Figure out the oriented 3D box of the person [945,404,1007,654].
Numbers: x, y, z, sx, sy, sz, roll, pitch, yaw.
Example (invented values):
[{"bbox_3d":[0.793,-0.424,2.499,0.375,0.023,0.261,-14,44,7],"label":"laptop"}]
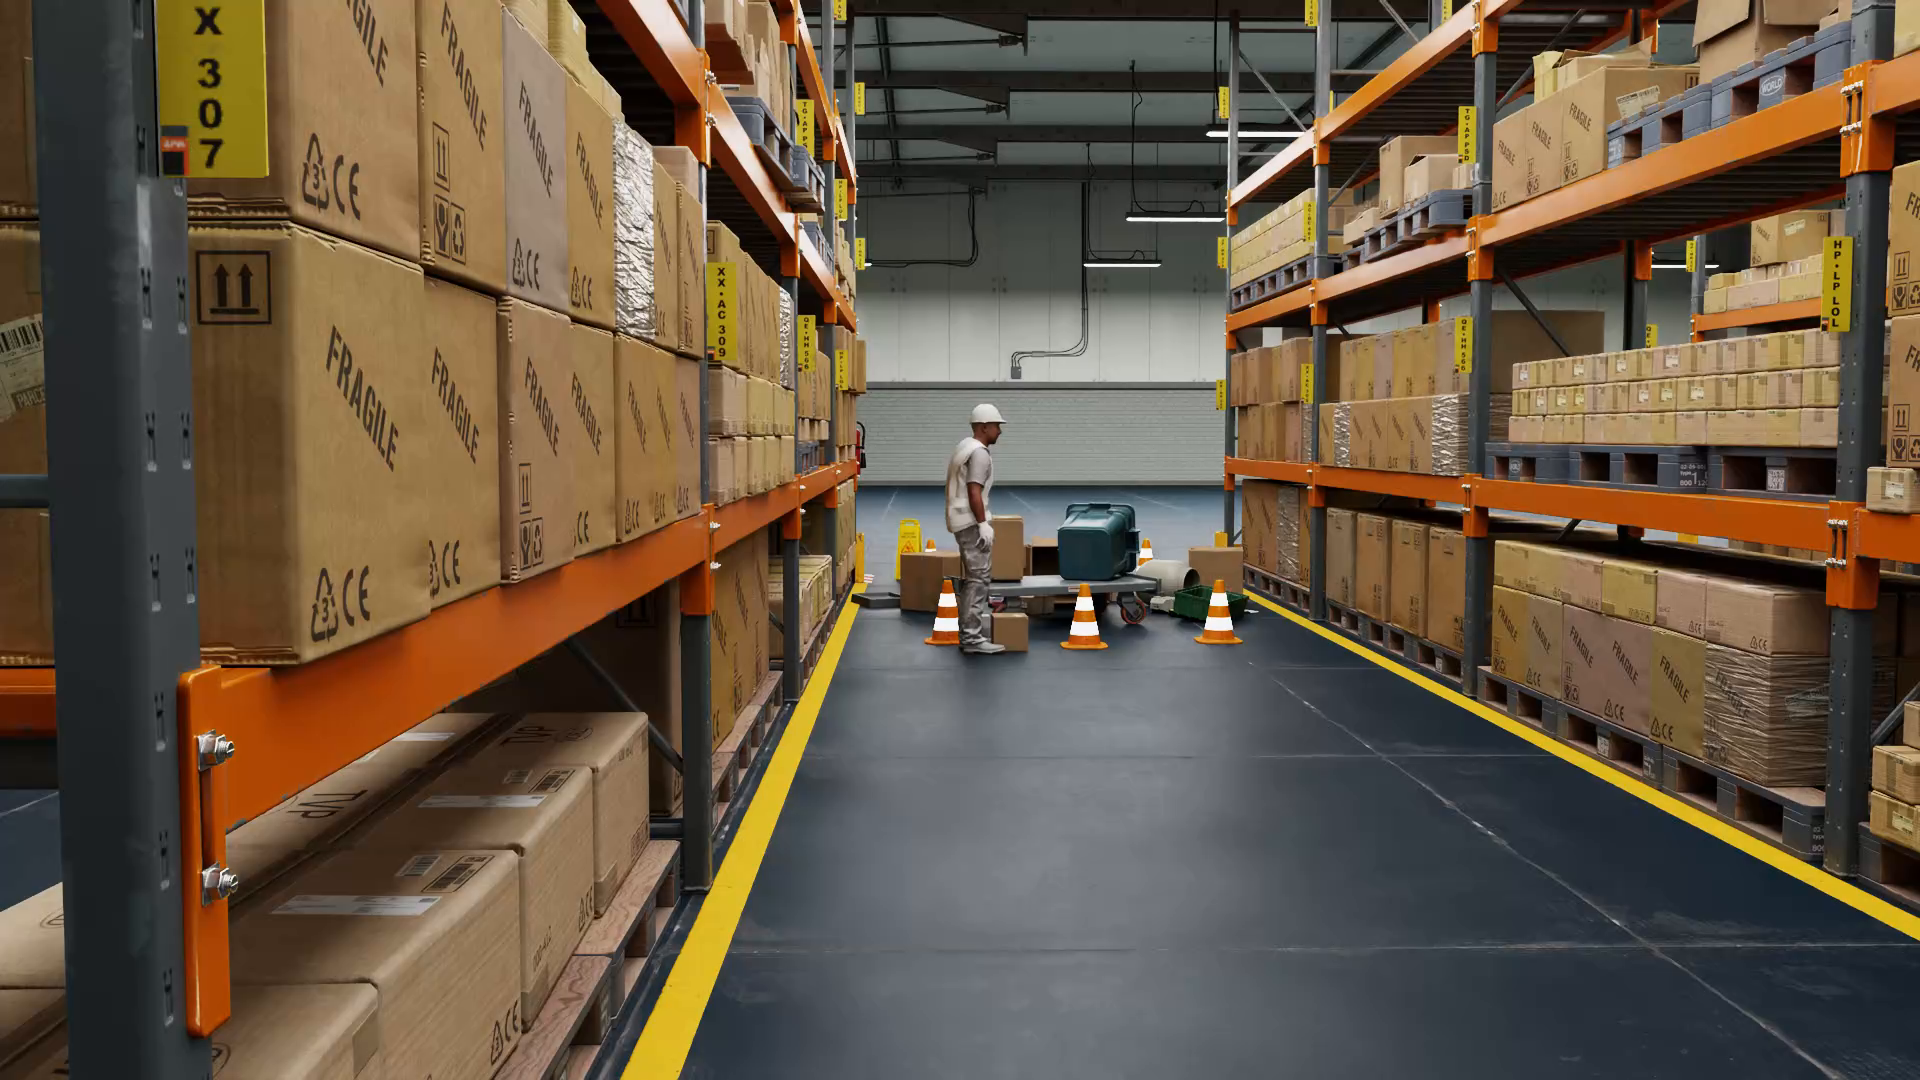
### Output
[{"bbox_3d":[0.122,-0.089,11.977,0.450,1.774,0.627,0,4,-6],"label":"person"}]
